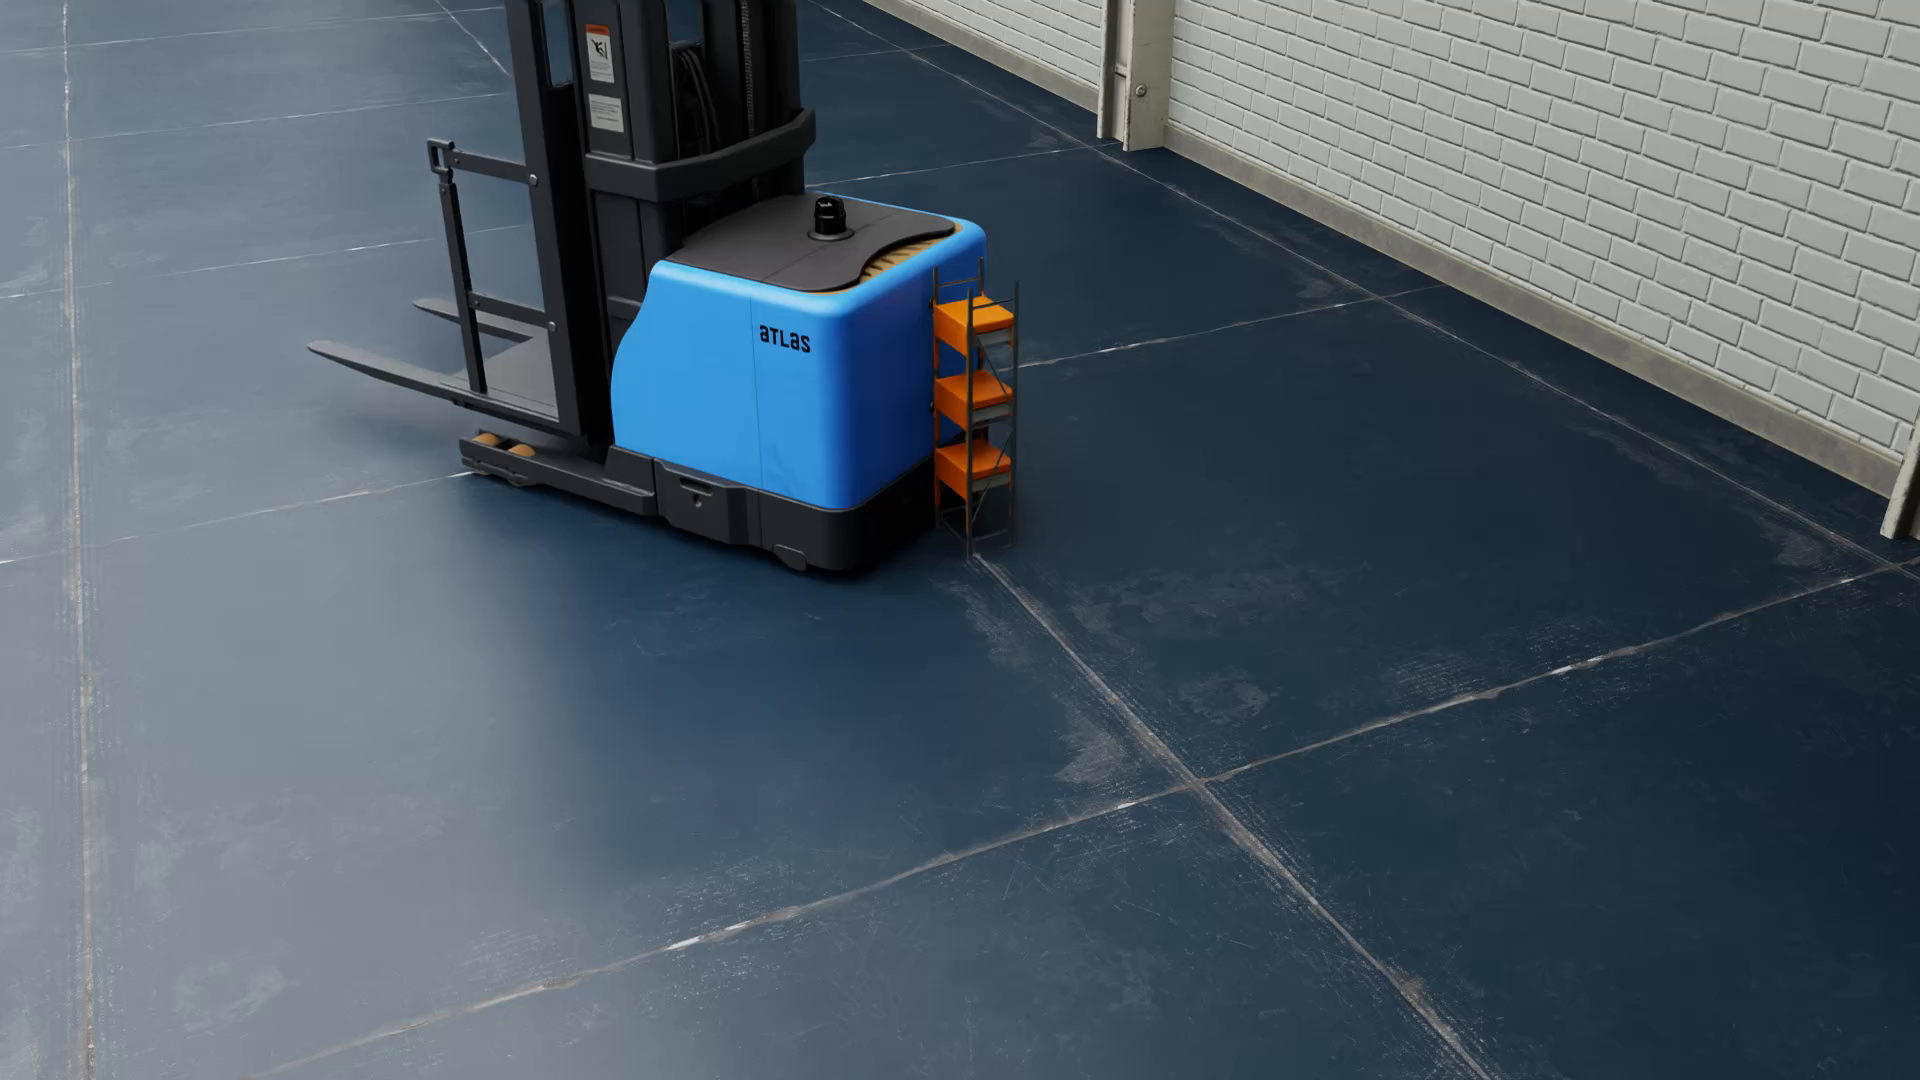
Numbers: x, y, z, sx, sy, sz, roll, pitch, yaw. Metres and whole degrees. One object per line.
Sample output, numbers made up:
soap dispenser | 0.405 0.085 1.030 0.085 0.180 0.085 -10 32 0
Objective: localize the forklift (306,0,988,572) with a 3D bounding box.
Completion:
forklift | -1.414 -1.692 6.270 3.031 2.935 1.130 17 33 27

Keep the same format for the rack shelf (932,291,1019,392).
rack shelf | 0.054 -0.703 5.872 0.215 0.259 0.240 -15 33 -25

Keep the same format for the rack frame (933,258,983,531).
rack frame | -0.006 -0.517 6.098 0.200 1.050 0.008 -15 33 -25

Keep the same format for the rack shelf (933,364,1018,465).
rack shelf | 0.054 -0.456 6.011 0.215 0.259 0.240 -15 33 -25

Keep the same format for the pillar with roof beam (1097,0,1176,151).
pillar with roof beam | -2.759 -5.644 7.115 9.100 9.000 0.400 -13 32 -22

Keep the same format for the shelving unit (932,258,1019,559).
shelving unit | 0.054 -0.465 6.005 0.215 1.050 0.252 -15 33 -25

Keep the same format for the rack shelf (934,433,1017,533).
rack shelf | 0.054 -0.213 6.147 0.215 0.259 0.240 -15 33 -25

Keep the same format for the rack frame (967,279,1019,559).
rack frame | 0.115 -0.413 5.913 0.200 1.050 0.008 -15 33 -25
